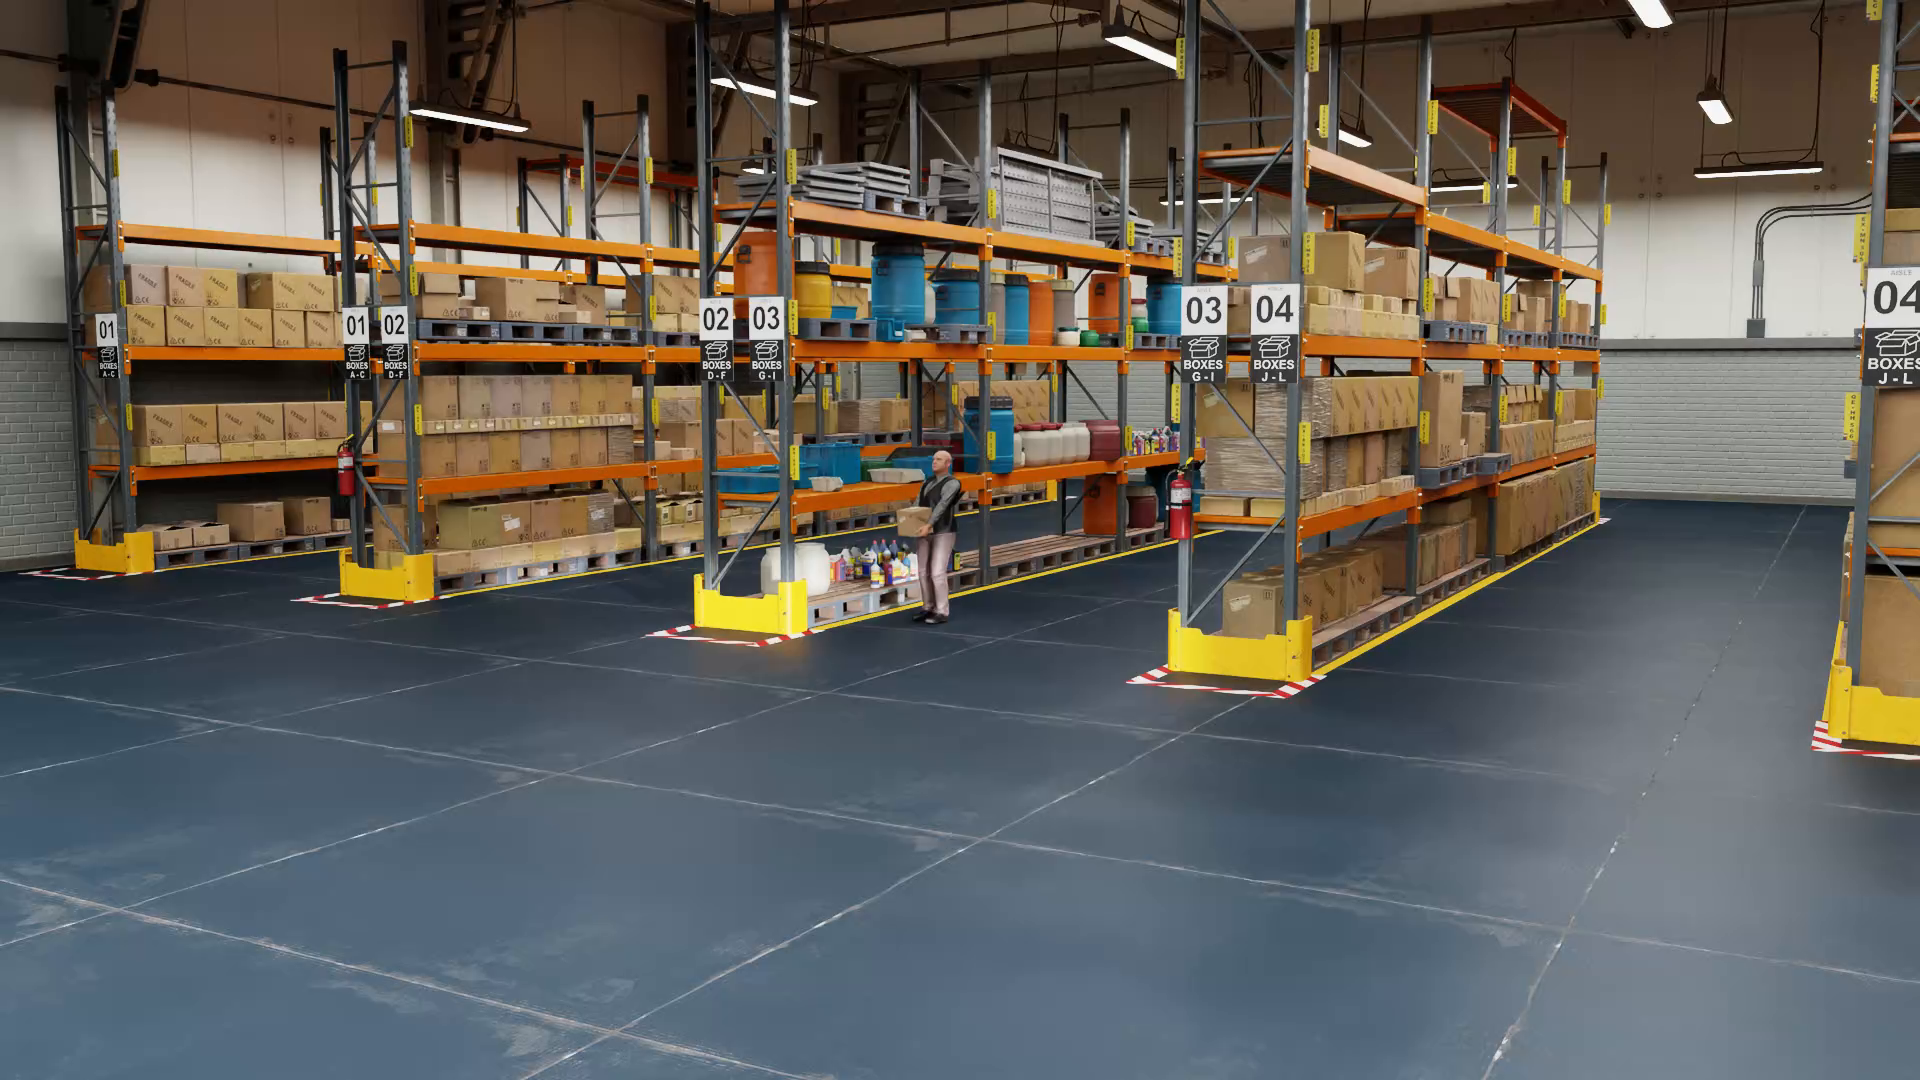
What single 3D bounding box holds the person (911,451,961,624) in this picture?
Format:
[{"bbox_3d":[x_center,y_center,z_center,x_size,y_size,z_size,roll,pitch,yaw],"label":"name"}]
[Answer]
[{"bbox_3d":[-0.297,-0.030,16.580,0.559,1.711,0.494,-5,8,-42],"label":"person"}]
